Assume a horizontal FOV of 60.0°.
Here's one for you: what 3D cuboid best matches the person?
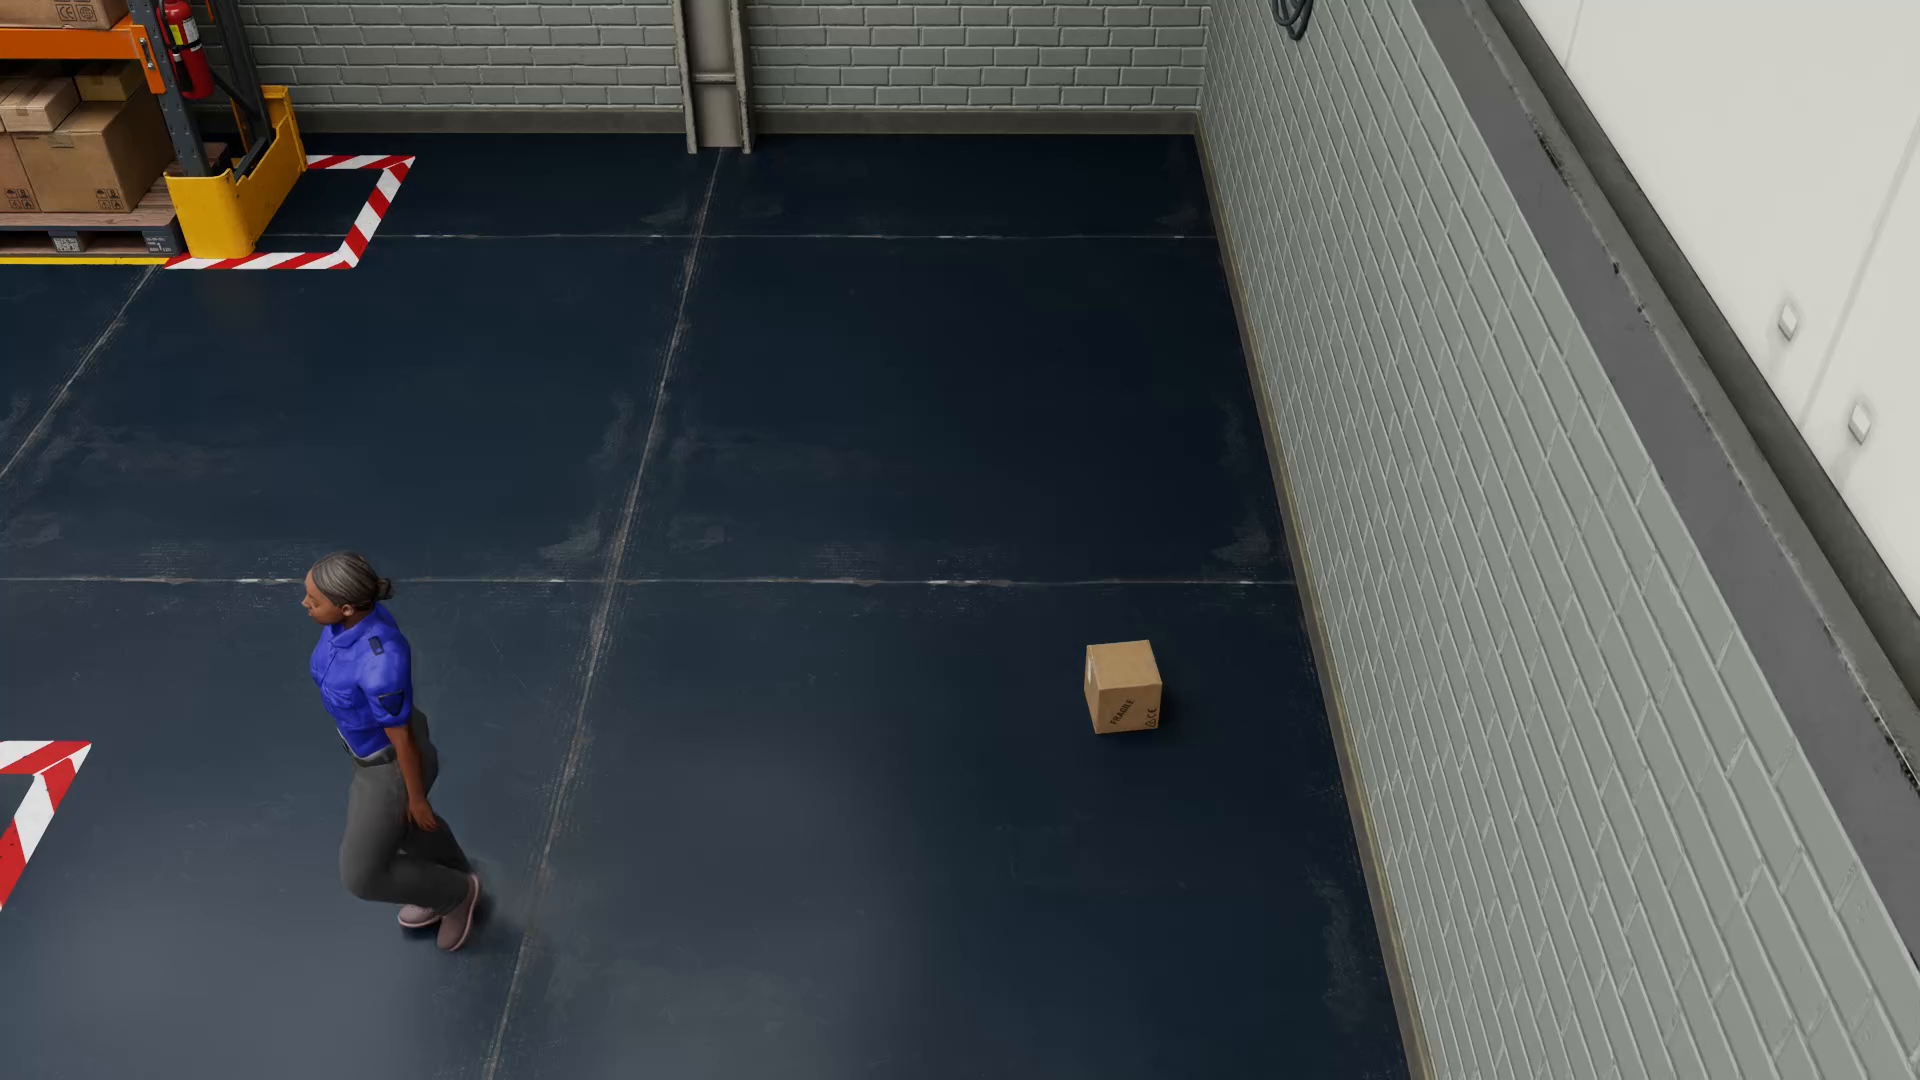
[{"bbox_3d":[-1.854,0.714,5.275,0.417,1.673,0.481,-19,43,-21],"label":"person"}]
